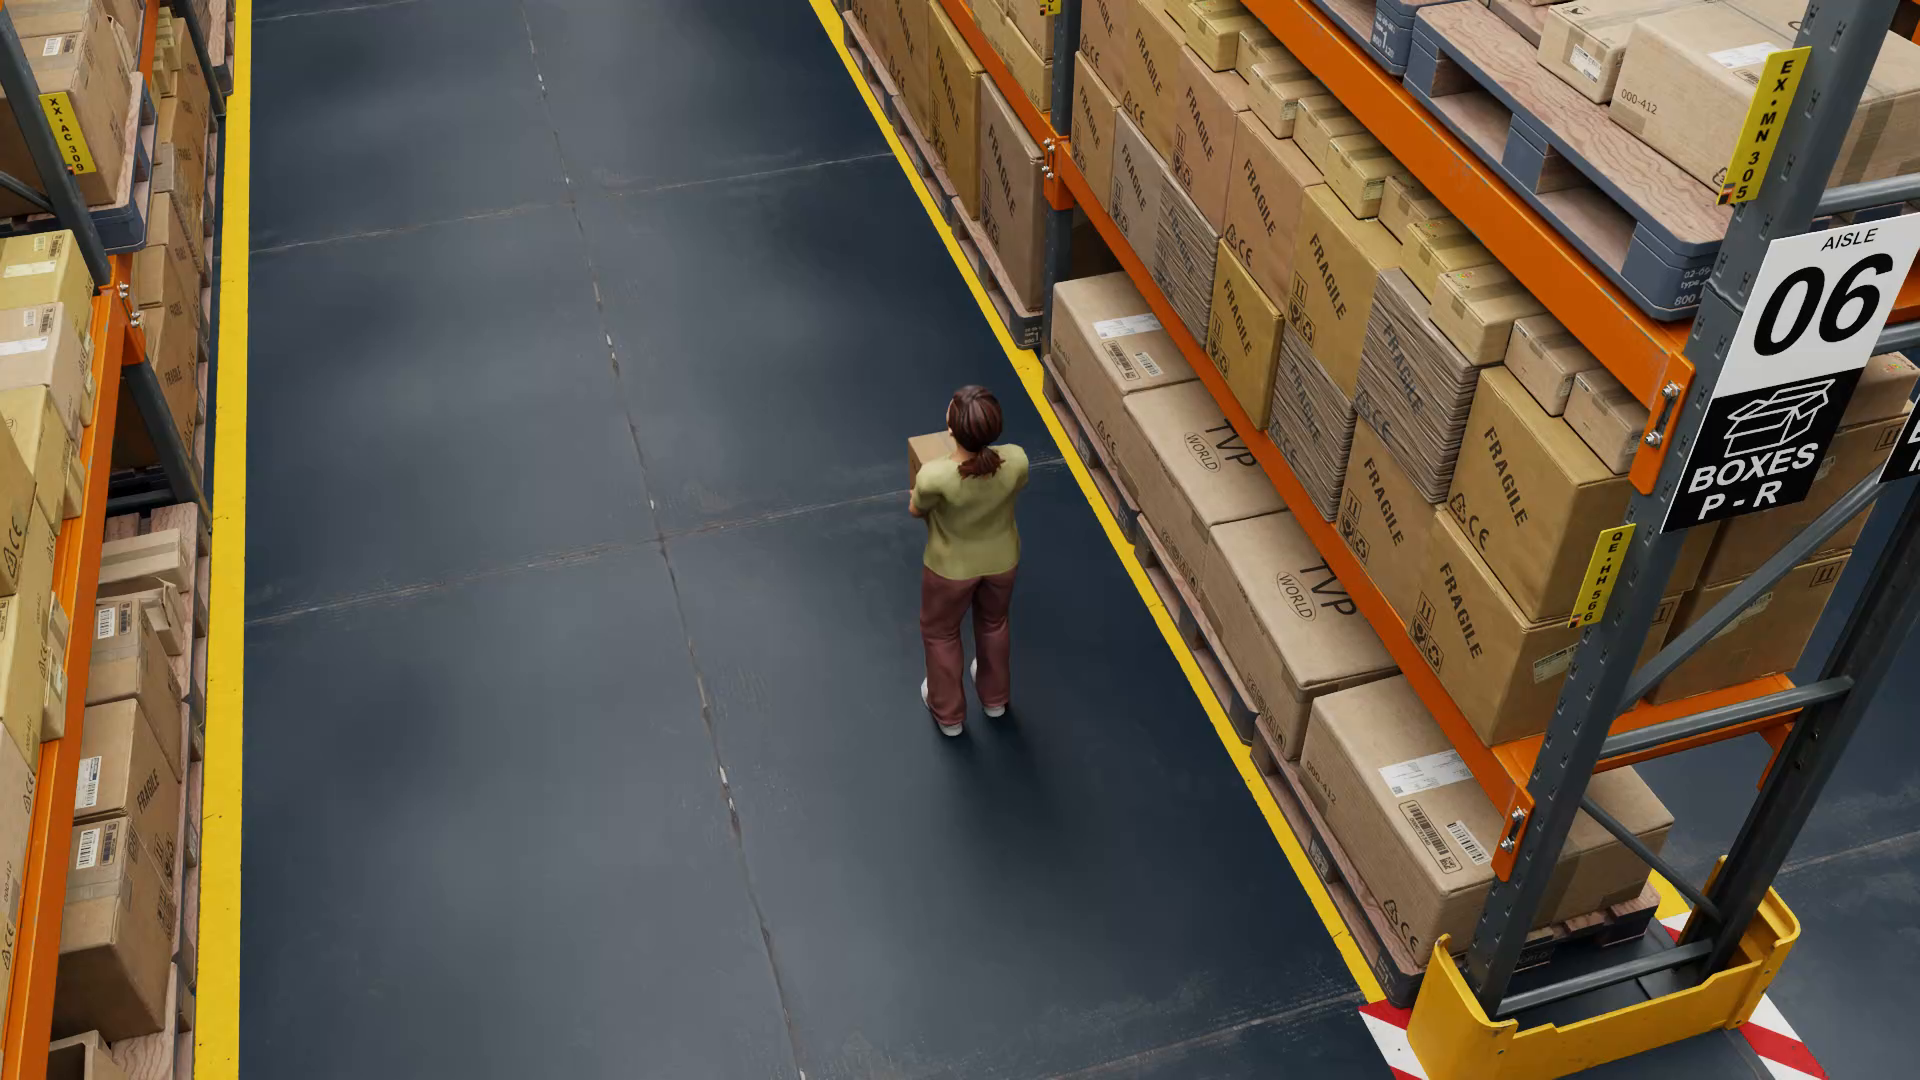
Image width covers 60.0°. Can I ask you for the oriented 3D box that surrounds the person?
[{"bbox_3d":[0.016,0.038,6.127,0.428,1.663,0.558,-12,44,-13],"label":"person"}]
